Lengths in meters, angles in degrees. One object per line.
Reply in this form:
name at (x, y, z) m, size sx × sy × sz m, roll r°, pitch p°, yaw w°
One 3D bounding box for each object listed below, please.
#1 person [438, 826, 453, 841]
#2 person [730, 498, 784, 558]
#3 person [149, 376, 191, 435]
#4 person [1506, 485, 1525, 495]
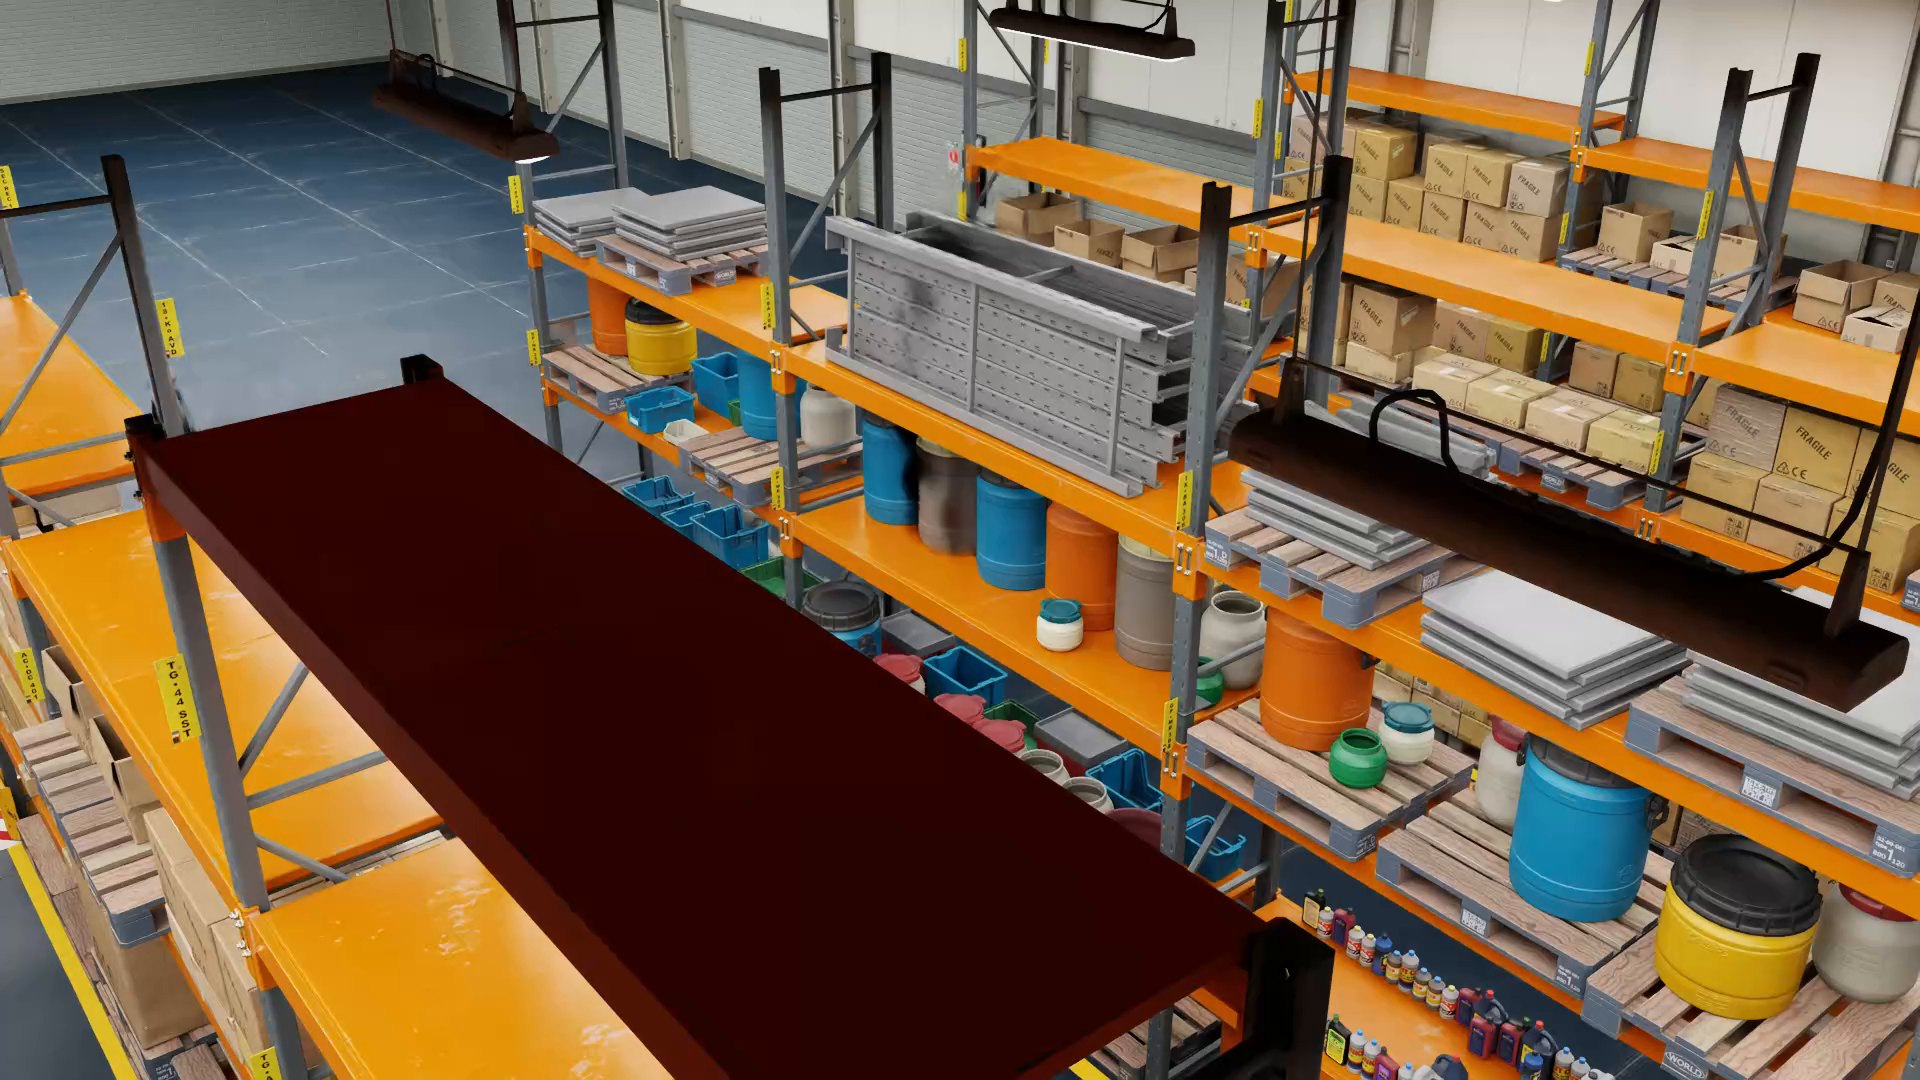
person at (-3.694, 1.932, 12.329) m, size 0.753 × 1.779 × 0.633 m, roll 21°, pitch 33°, yaw 36°
person at (-2.129, -0.303, 16.962) m, size 0.854 × 1.685 × 0.631 m, roll 16°, pitch 30°, yaw 30°
person at (-8.766, -1.100, 18.655) m, size 1.010 × 1.708 × 0.641 m, roll -6°, pitch 26°, yaw -12°
person at (5.099, 0.207, 15.951) m, size 0.564 × 1.615 × 0.553 m, roll 22°, pitch 34°, yaw 38°
